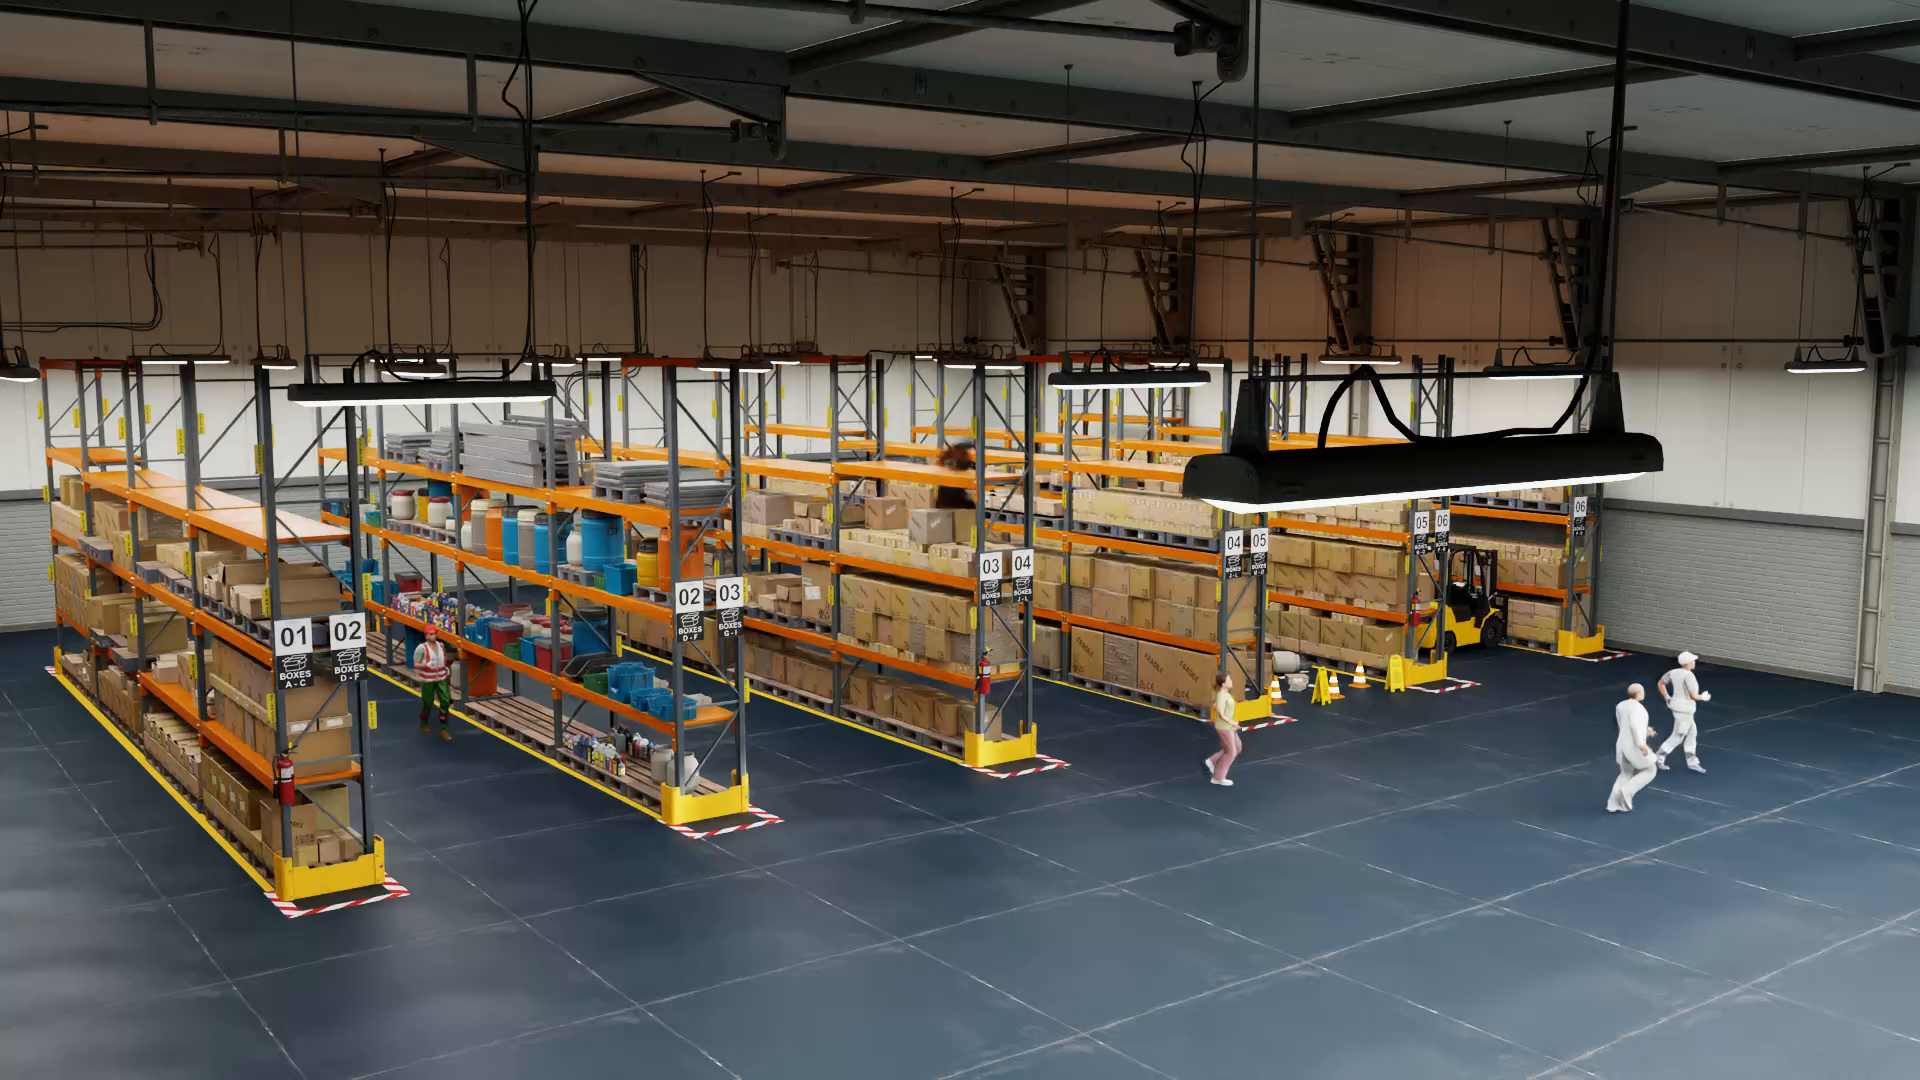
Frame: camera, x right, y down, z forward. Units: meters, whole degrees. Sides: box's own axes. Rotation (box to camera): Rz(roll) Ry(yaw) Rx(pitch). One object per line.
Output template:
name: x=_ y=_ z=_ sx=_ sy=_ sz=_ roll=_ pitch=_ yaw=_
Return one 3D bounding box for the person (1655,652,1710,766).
person: x=10.515 y=2.478 z=24.256 sx=0.780 sy=1.710 sz=0.643 roll=0 pitch=7 yaw=2

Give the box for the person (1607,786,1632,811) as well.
person: x=8.964 y=2.957 z=22.311 sx=0.499 sy=1.400 sz=0.245 roll=-2 pitch=7 yaw=-12

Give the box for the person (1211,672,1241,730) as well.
person: x=3.790 y=2.281 z=23.673 sx=0.413 sy=0.815 sz=0.586 roll=1 pitch=7 yaw=6

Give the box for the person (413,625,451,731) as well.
person: x=-8.405 y=2.190 z=26.455 sx=0.612 sy=1.700 sz=0.659 roll=-6 pitch=9 yaw=-42
